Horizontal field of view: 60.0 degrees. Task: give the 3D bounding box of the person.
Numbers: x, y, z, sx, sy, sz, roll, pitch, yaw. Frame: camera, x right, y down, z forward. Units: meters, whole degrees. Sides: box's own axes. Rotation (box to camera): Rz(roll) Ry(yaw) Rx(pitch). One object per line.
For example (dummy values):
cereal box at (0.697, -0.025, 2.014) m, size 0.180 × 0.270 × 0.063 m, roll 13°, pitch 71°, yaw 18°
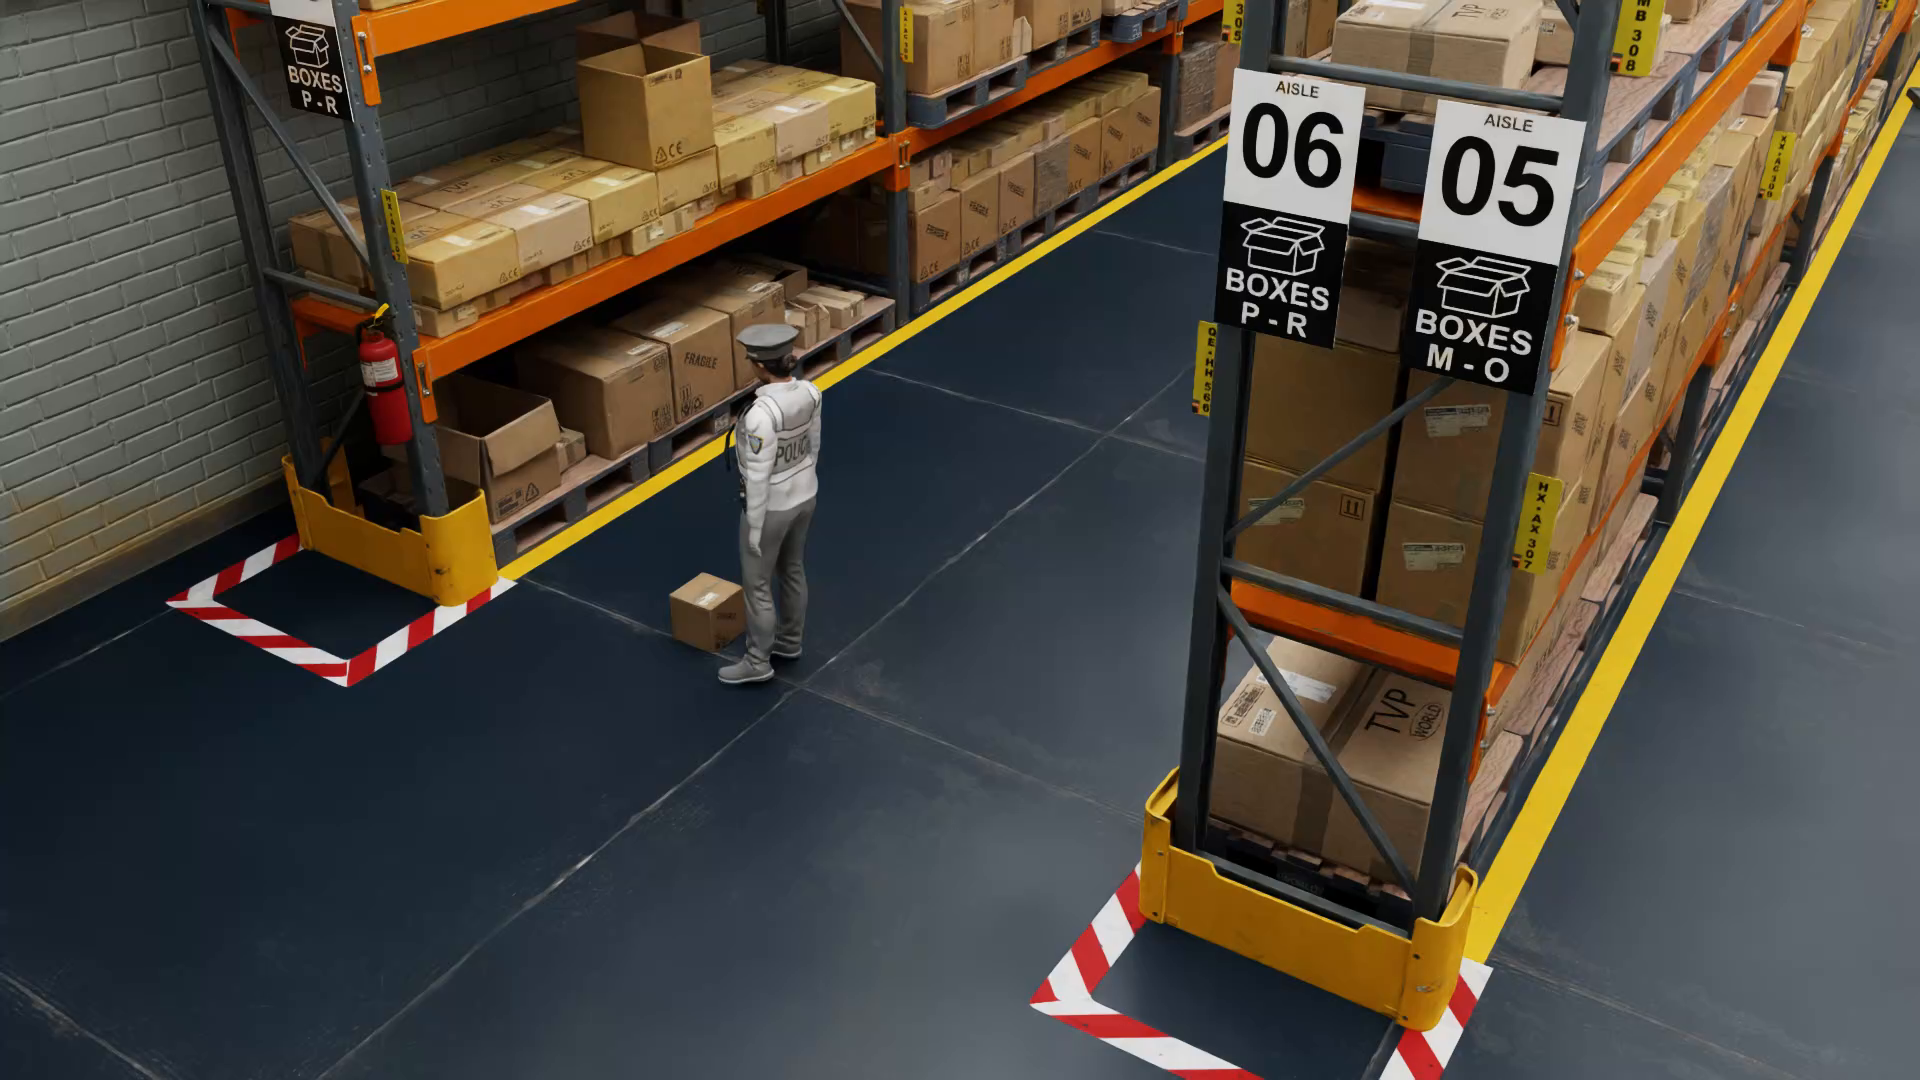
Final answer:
person at (-0.847, -0.143, 7.360) m, size 0.413 × 1.698 × 0.536 m, roll 19°, pitch 35°, yaw 28°
